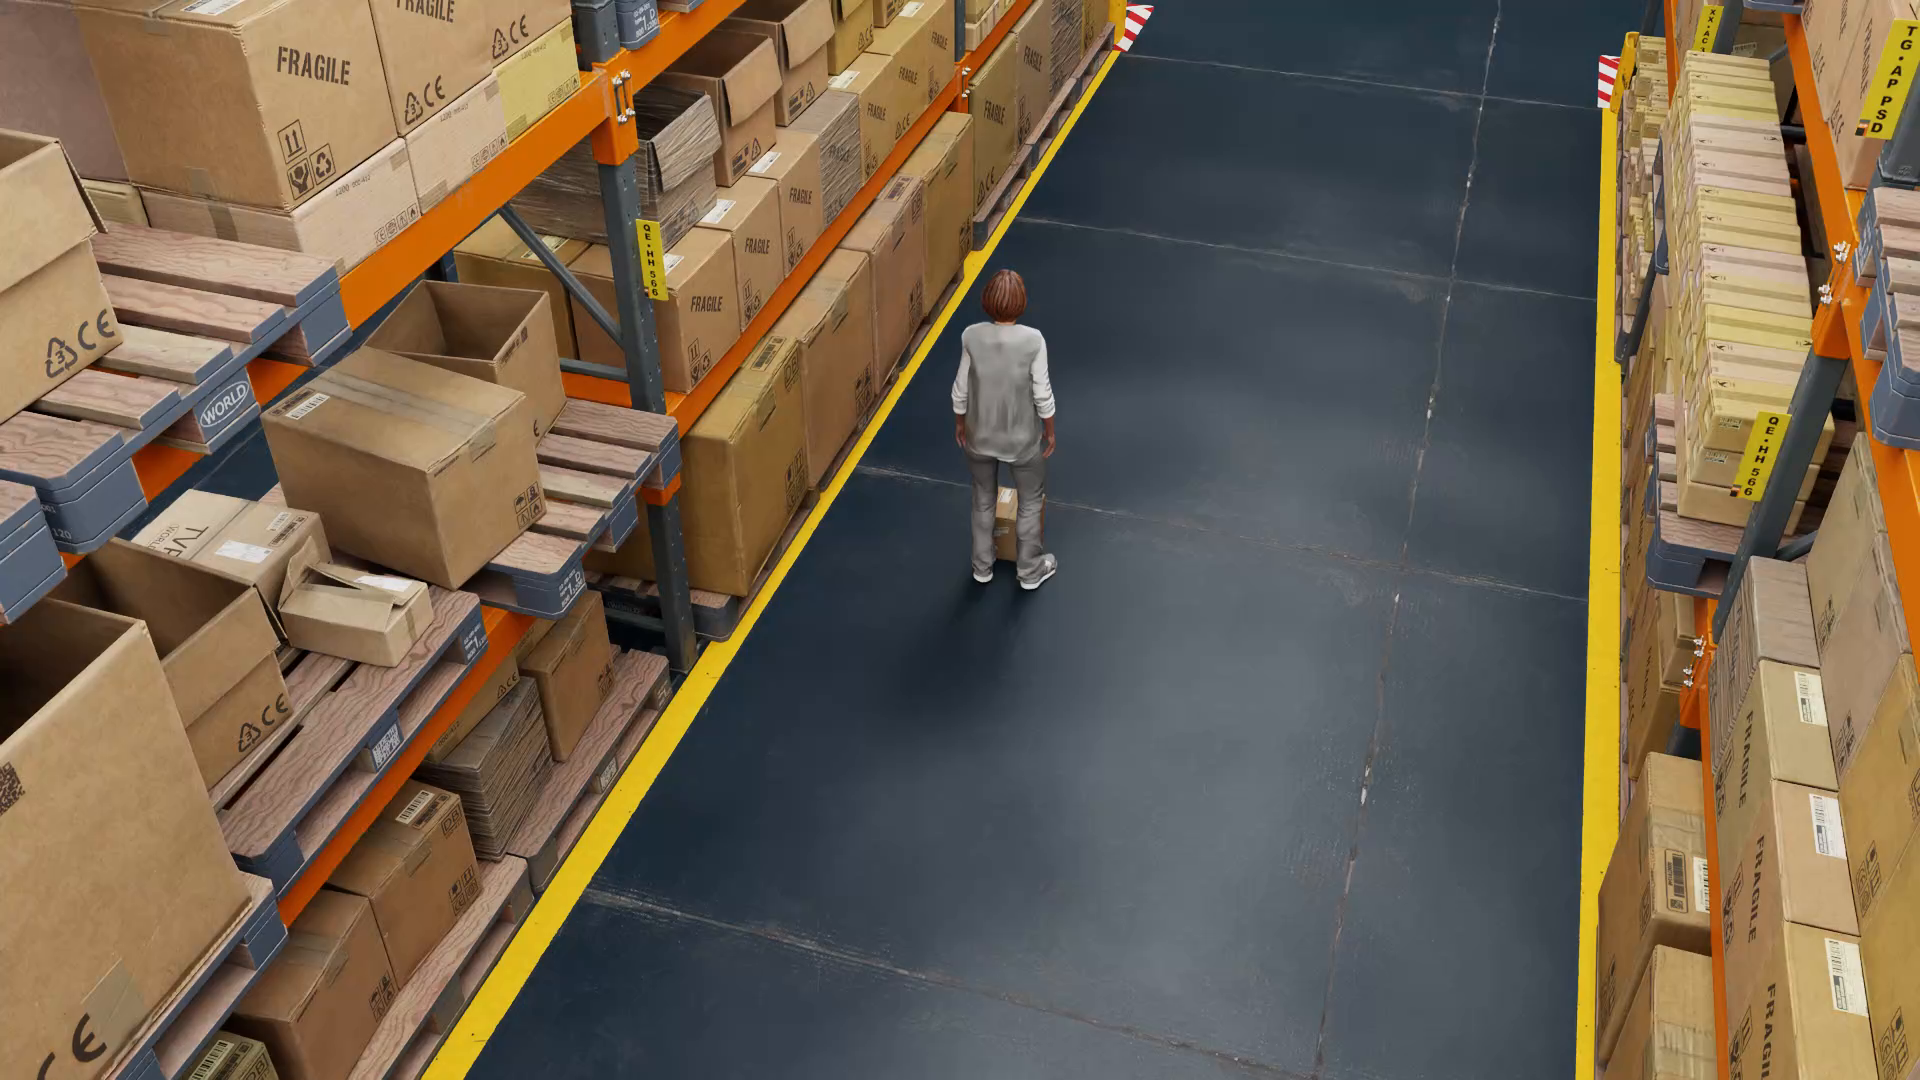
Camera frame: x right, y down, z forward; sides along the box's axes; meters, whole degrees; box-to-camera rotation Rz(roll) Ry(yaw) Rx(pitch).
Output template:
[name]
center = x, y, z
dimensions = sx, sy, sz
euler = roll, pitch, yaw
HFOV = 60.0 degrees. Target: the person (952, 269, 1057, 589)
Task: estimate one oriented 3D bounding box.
[person]
center = 0.204, -0.467, 7.504
dimensions = 0.486, 1.594, 0.340
euler = 9, 38, 11
